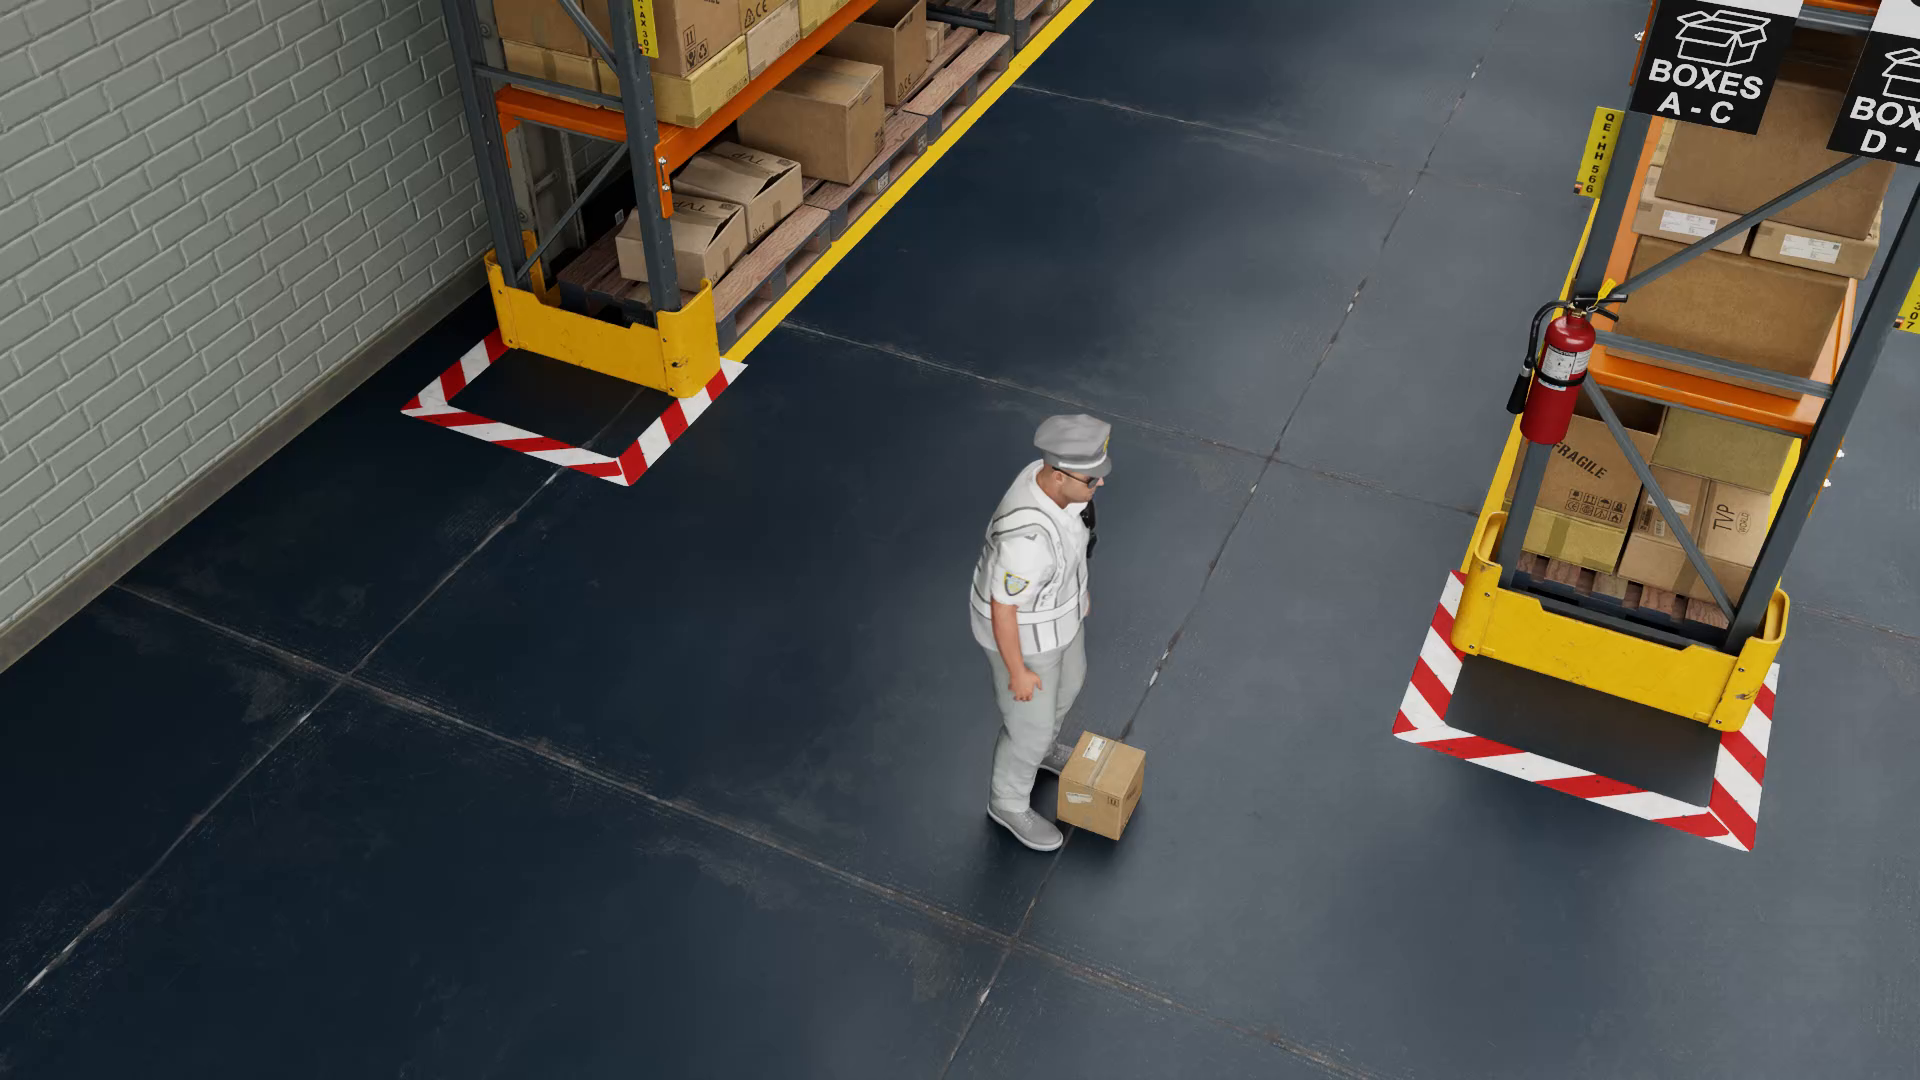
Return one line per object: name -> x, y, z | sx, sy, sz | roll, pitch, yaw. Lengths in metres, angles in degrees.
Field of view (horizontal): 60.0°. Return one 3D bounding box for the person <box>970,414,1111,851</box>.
person -> 0.273, 0.292, 5.827 | 0.436, 1.747, 0.583 | 17, 44, 18
